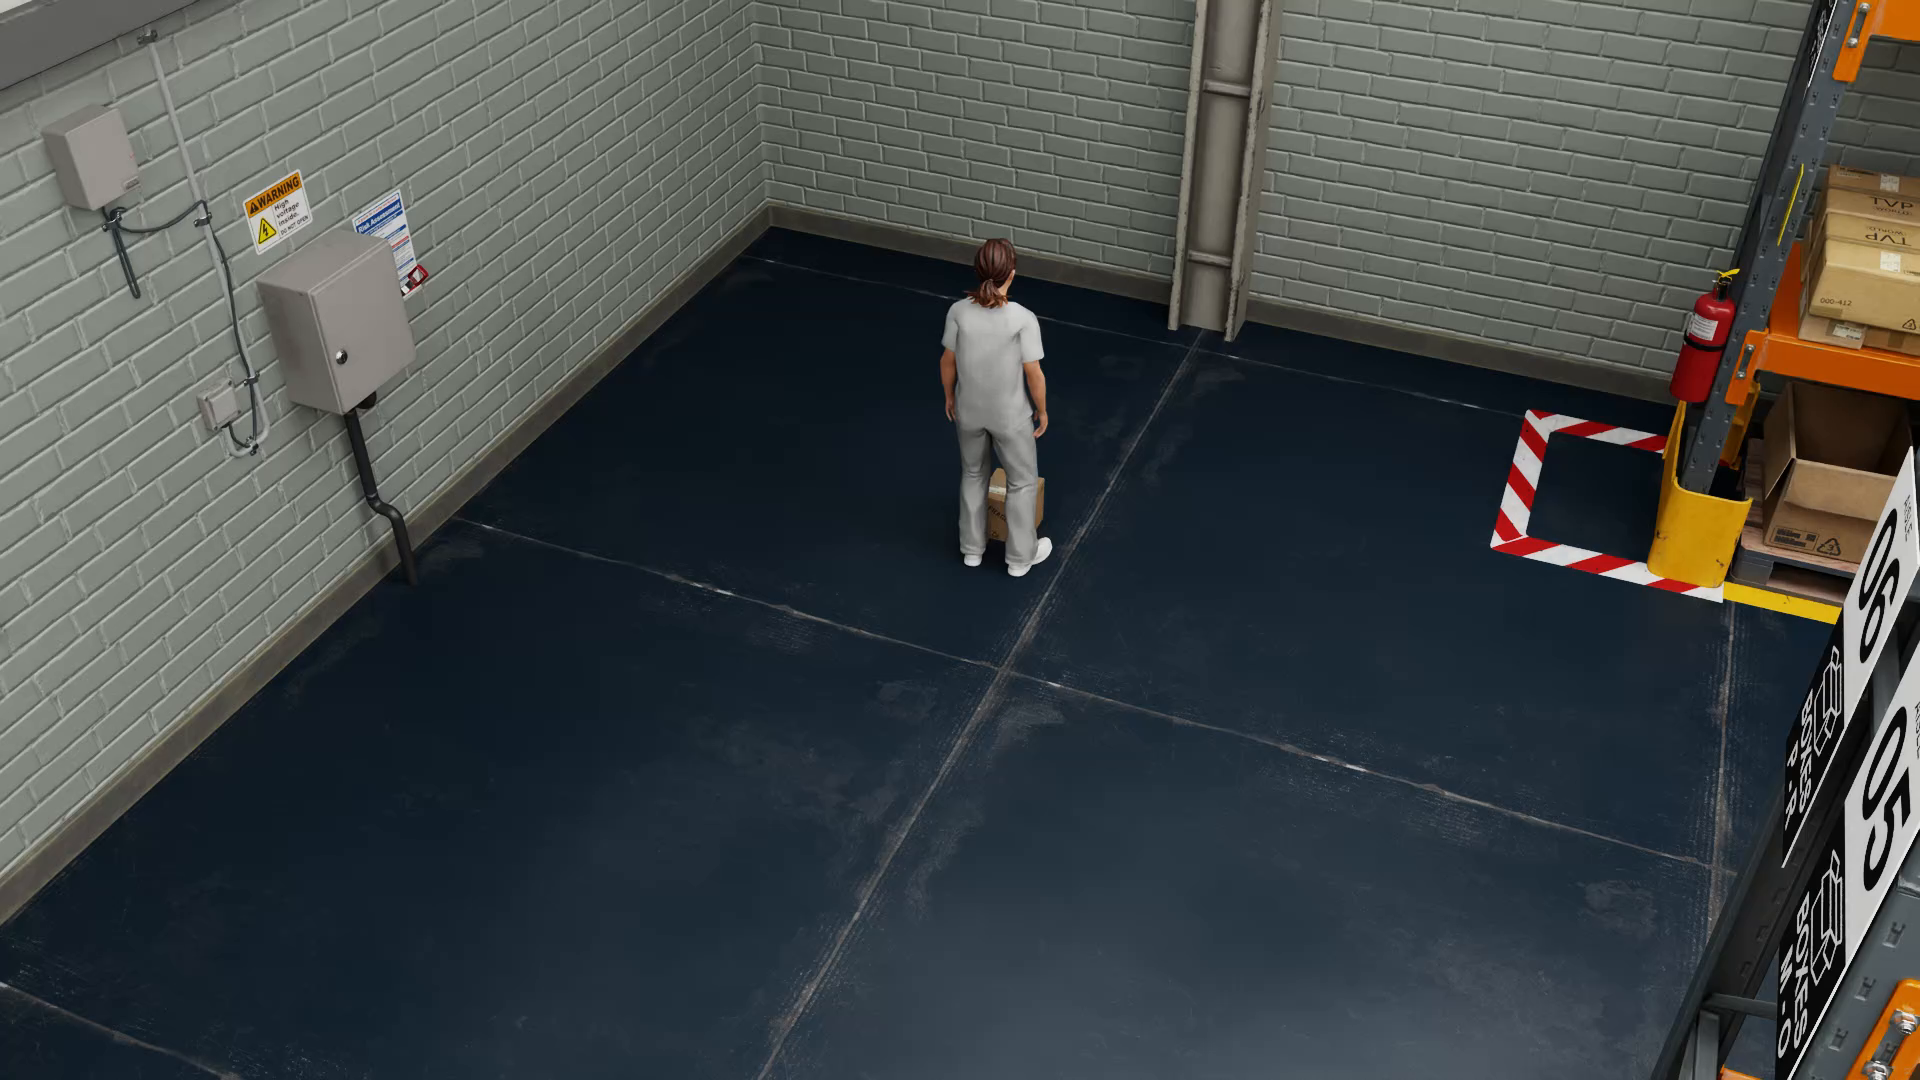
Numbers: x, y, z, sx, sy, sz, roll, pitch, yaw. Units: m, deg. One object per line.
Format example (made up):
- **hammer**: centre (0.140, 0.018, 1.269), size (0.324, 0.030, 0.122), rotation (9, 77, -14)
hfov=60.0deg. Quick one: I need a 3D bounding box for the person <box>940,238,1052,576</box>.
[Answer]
- **person**: centre (0.164, -0.586, 7.580), size (0.513, 1.673, 0.355), rotation (12, 39, 15)
